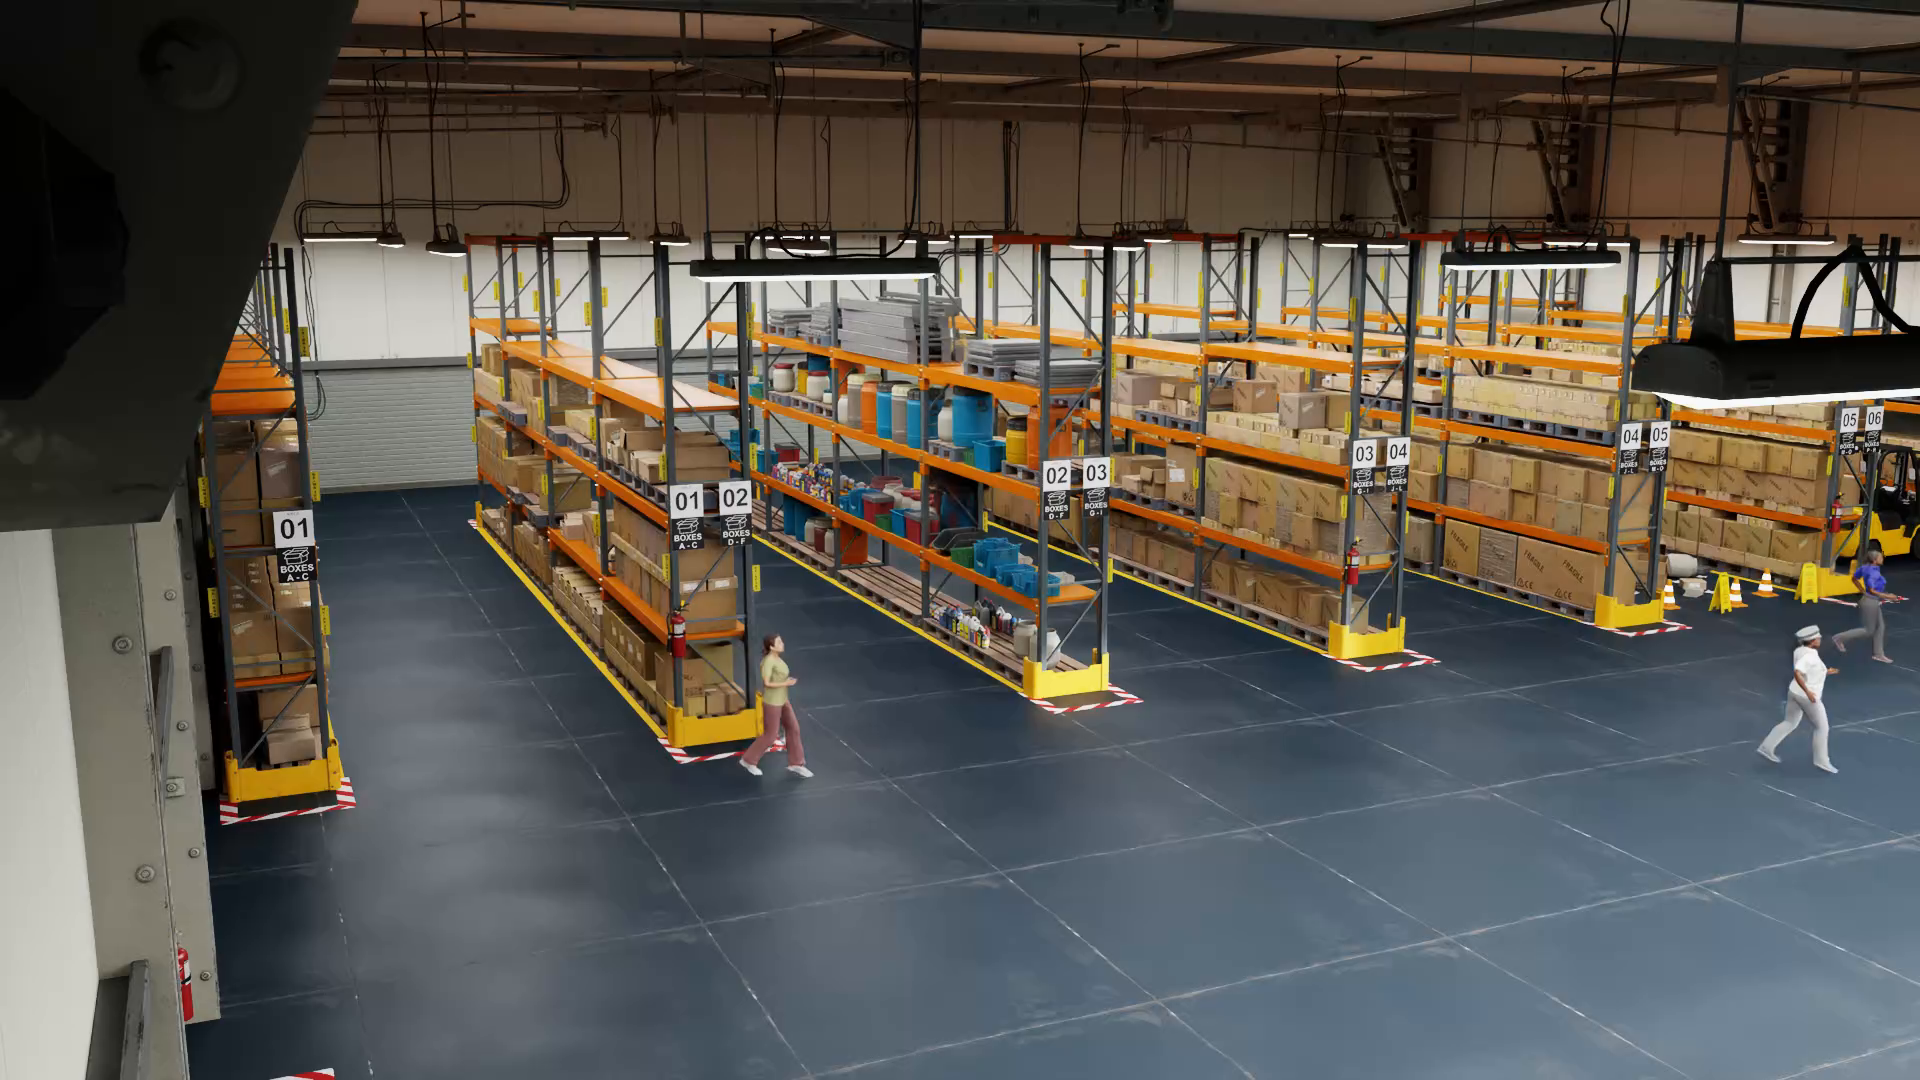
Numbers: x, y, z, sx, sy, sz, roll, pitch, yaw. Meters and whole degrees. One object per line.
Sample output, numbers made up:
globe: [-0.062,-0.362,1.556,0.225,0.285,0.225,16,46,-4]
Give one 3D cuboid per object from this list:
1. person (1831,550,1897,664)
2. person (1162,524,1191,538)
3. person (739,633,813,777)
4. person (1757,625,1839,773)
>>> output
person: [13.063,0.962,23.963,0.859,1.643,0.579,3,11,17]
person: [4.290,-0.833,32.641,0.692,1.787,0.873,-6,13,-29]
person: [-2.107,1.890,18.938,0.839,1.703,0.580,2,11,9]
person: [9.734,1.828,19.188,0.869,1.727,0.563,0,11,2]
